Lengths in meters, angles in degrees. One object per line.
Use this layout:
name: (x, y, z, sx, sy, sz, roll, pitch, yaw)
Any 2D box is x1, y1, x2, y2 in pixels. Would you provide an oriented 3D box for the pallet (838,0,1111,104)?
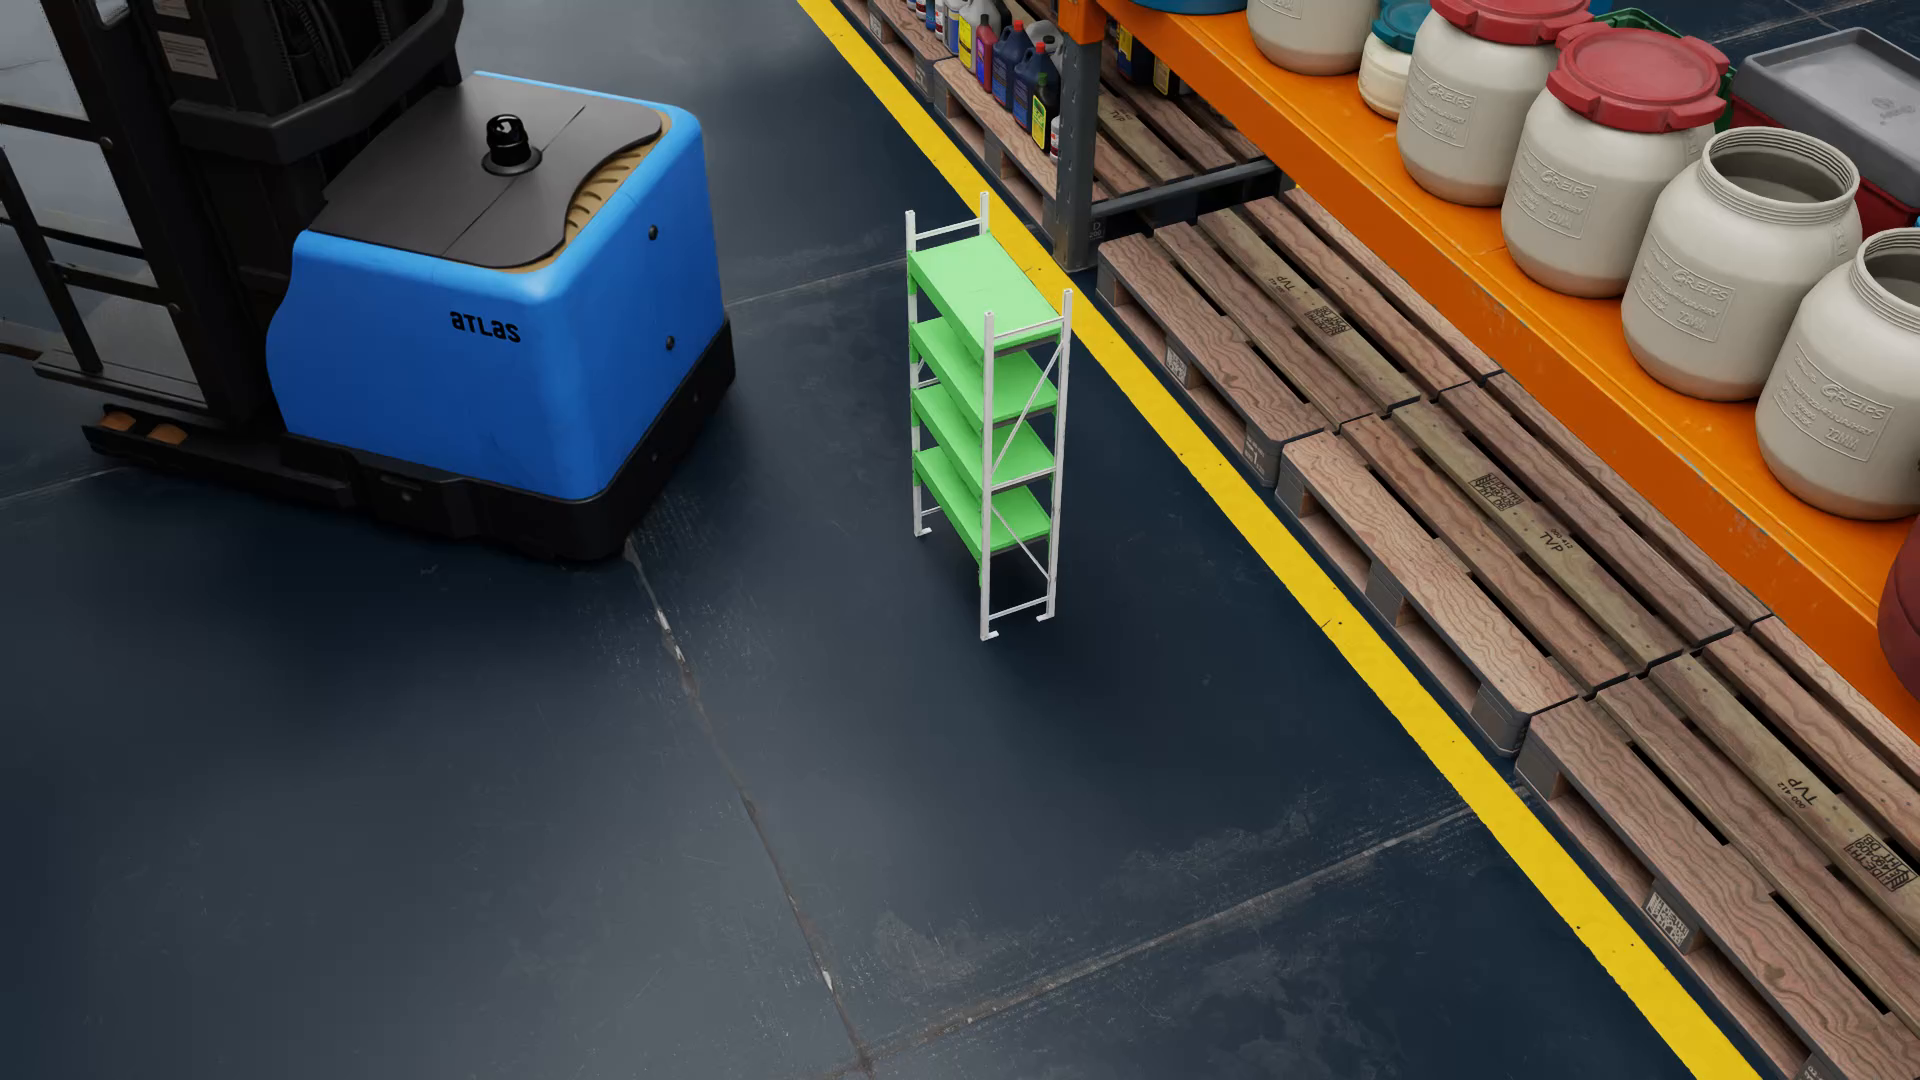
pallet: (0.069, -2.473, 7.606, 1.003, 0.211, 1.213, -18, 47, -17)

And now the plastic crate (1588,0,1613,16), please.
plastic crate: (1.577, -1.630, 4.778, 0.392, 0.384, 0.575, -18, 47, -17)

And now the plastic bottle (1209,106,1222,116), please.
plastic bottle: (1.052, -1.805, 6.622, 0.097, 0.201, 0.097, 0, 45, 0)

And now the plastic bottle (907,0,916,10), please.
plastic bottle: (-0.185, -2.452, 7.228, 0.097, 0.271, 0.097, 0, 45, 0)

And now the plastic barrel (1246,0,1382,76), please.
plastic barrel: (1.034, -1.621, 4.660, 0.433, 0.535, 0.433, 0, 45, 0)

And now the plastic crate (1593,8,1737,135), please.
plastic crate: (1.819, -1.145, 4.426, 0.450, 0.188, 0.662, -18, 47, -17)

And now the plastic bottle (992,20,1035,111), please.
plastic bottle: (0.218, -1.908, 6.621, 0.144, 0.351, 0.185, -20, 48, -19)

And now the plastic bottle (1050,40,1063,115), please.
plastic bottle: (0.429, -1.828, 6.540, 0.144, 0.351, 0.185, -18, 47, -17)

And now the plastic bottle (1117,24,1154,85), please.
plastic bottle: (0.737, -2.055, 6.770, 0.144, 0.351, 0.185, -18, 47, -17)

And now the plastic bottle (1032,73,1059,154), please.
plastic bottle: (0.329, -1.646, 6.403, 0.061, 0.283, 0.133, -16, 47, -15)

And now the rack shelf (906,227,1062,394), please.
rack shelf: (0.070, -0.618, 4.429, 0.258, 0.148, 0.480, -18, 47, -17)

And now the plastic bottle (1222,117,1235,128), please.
plastic bottle: (1.095, -1.765, 6.532, 0.097, 0.271, 0.097, 0, 45, 0)

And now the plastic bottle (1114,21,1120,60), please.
plastic bottle: (0.697, -2.126, 6.898, 0.097, 0.271, 0.097, 0, 45, 0)

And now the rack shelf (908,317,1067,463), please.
rack shelf: (0.070, -0.447, 4.598, 0.258, 0.148, 0.480, -18, 47, -17)

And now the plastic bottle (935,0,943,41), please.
plastic bottle: (-0.057, -2.233, 7.056, 0.097, 0.201, 0.097, 0, 45, 0)

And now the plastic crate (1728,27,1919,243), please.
plastic crate: (2.111, -0.841, 3.921, 0.402, 0.464, 0.583, -18, 47, -17)

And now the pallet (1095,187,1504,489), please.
pallet: (1.196, -0.765, 5.875, 1.003, 0.211, 1.213, -18, 47, -17)

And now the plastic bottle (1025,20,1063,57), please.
plastic bottle: (0.342, -1.941, 6.708, 0.152, 0.276, 0.135, -18, 47, -17)

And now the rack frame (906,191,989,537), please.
rack frame: (-0.033, -0.477, 4.879, 0.240, 1.200, 0.015, -18, 47, -17)

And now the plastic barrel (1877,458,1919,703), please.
plastic barrel: (2.043, 0.047, 2.969, 0.600, 0.536, 0.708, -18, 47, -17)

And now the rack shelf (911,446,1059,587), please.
rack shelf: (0.070, -0.105, 4.935, 0.258, 0.148, 0.480, -18, 47, -17)

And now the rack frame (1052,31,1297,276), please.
rack frame: (0.831, -2.247, 5.392, 1.000, 3.000, 0.127, -18, 47, -17)

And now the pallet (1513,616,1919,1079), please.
pallet: (2.222, 0.790, 4.300, 1.003, 0.211, 1.213, -18, 47, -17)

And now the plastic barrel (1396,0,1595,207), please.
plastic barrel: (1.343, -1.153, 4.186, 0.433, 0.535, 0.433, 0, 45, 0)

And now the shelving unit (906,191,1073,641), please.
shelving unit: (0.070, -0.322, 4.722, 0.258, 1.200, 0.503, -18, 47, -17)

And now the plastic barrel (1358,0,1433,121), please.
plastic barrel: (1.248, -1.309, 4.539, 0.301, 0.262, 0.301, 0, 45, 0)

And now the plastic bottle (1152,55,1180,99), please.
plastic bottle: (0.837, -1.935, 6.696, 0.061, 0.283, 0.133, -18, 47, -17)

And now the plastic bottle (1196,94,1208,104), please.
plastic bottle: (1.009, -1.870, 6.688, 0.097, 0.201, 0.097, 0, 45, 0)

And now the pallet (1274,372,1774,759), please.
pallet: (1.713, 0.013, 5.086, 1.003, 0.211, 1.213, -18, 47, -17)

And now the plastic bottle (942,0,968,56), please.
plastic bottle: (0.017, -2.192, 6.962, 0.152, 0.276, 0.135, -17, 47, -17)

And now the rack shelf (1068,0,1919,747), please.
rack shelf: (1.672, -0.716, 4.353, 1.077, 0.370, 4.000, -18, 47, -17)

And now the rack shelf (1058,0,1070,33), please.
rack shelf: (-0.010, -3.265, 6.936, 1.077, 0.370, 4.000, -18, 47, -17)

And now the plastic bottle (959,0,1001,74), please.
plastic bottle: (0.082, -2.114, 6.830, 0.144, 0.351, 0.185, -18, 47, -18)

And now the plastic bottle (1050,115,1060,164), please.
plastic bottle: (0.396, -1.547, 6.361, 0.097, 0.201, 0.097, 0, 45, 0)

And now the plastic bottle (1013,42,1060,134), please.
plastic bottle: (0.299, -1.786, 6.497, 0.144, 0.351, 0.185, -19, 48, -18)

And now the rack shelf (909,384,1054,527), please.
rack shelf: (0.070, -0.276, 4.767, 0.258, 0.148, 0.480, -18, 47, -17)

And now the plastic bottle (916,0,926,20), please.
plastic bottle: (-0.144, -2.364, 7.189, 0.097, 0.201, 0.097, 0, 45, 0)

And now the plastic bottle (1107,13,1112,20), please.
plastic bottle: (0.691, -2.352, 7.177, 0.097, 0.201, 0.097, 0, 45, 0)

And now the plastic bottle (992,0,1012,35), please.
plastic bottle: (0.164, -2.137, 6.901, 0.061, 0.283, 0.133, -18, 47, -17)

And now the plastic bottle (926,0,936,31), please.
plastic bottle: (-0.100, -2.323, 7.098, 0.097, 0.271, 0.097, 0, 45, 0)

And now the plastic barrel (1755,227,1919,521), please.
plastic barrel: (1.886, -0.330, 3.369, 0.421, 0.512, 0.421, 0, 45, 0)

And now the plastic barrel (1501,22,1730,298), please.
plastic barrel: (1.525, -0.878, 3.907, 0.433, 0.535, 0.433, 0, 45, 0)

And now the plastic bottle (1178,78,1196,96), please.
plastic bottle: (0.934, -1.965, 6.731, 0.152, 0.276, 0.135, -16, 47, -16)

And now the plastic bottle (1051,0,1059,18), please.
plastic bottle: (0.486, -2.402, 7.175, 0.152, 0.276, 0.135, -18, 47, -17)

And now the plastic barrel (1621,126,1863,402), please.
plastic barrel: (1.709, -0.599, 3.641, 0.421, 0.512, 0.421, 0, 45, 0)

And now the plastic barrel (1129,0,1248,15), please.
plastic barrel: (0.718, -2.090, 4.875, 0.600, 0.901, 0.708, -18, 47, -17)

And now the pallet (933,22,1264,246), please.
pallet: (0.586, -1.695, 6.817, 1.003, 0.211, 1.213, -18, 47, -17)

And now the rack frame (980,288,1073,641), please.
rack frame: (0.172, -0.166, 4.564, 0.240, 1.200, 0.015, -18, 47, -17)

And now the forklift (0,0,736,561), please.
forklift: (-2.346, -1.598, 4.783, 3.031, 2.935, 1.130, 13, 46, 13)

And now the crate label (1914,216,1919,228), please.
crate label: (2.340, -0.424, 3.518, 0.502, 0.435, 0.616, -18, 47, -17)

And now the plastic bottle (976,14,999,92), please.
plastic bottle: (0.112, -1.976, 6.737, 0.061, 0.283, 0.133, -15, 47, -15)

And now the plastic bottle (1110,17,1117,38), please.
plastic bottle: (0.693, -2.272, 7.047, 0.097, 0.271, 0.097, 0, 45, 0)
